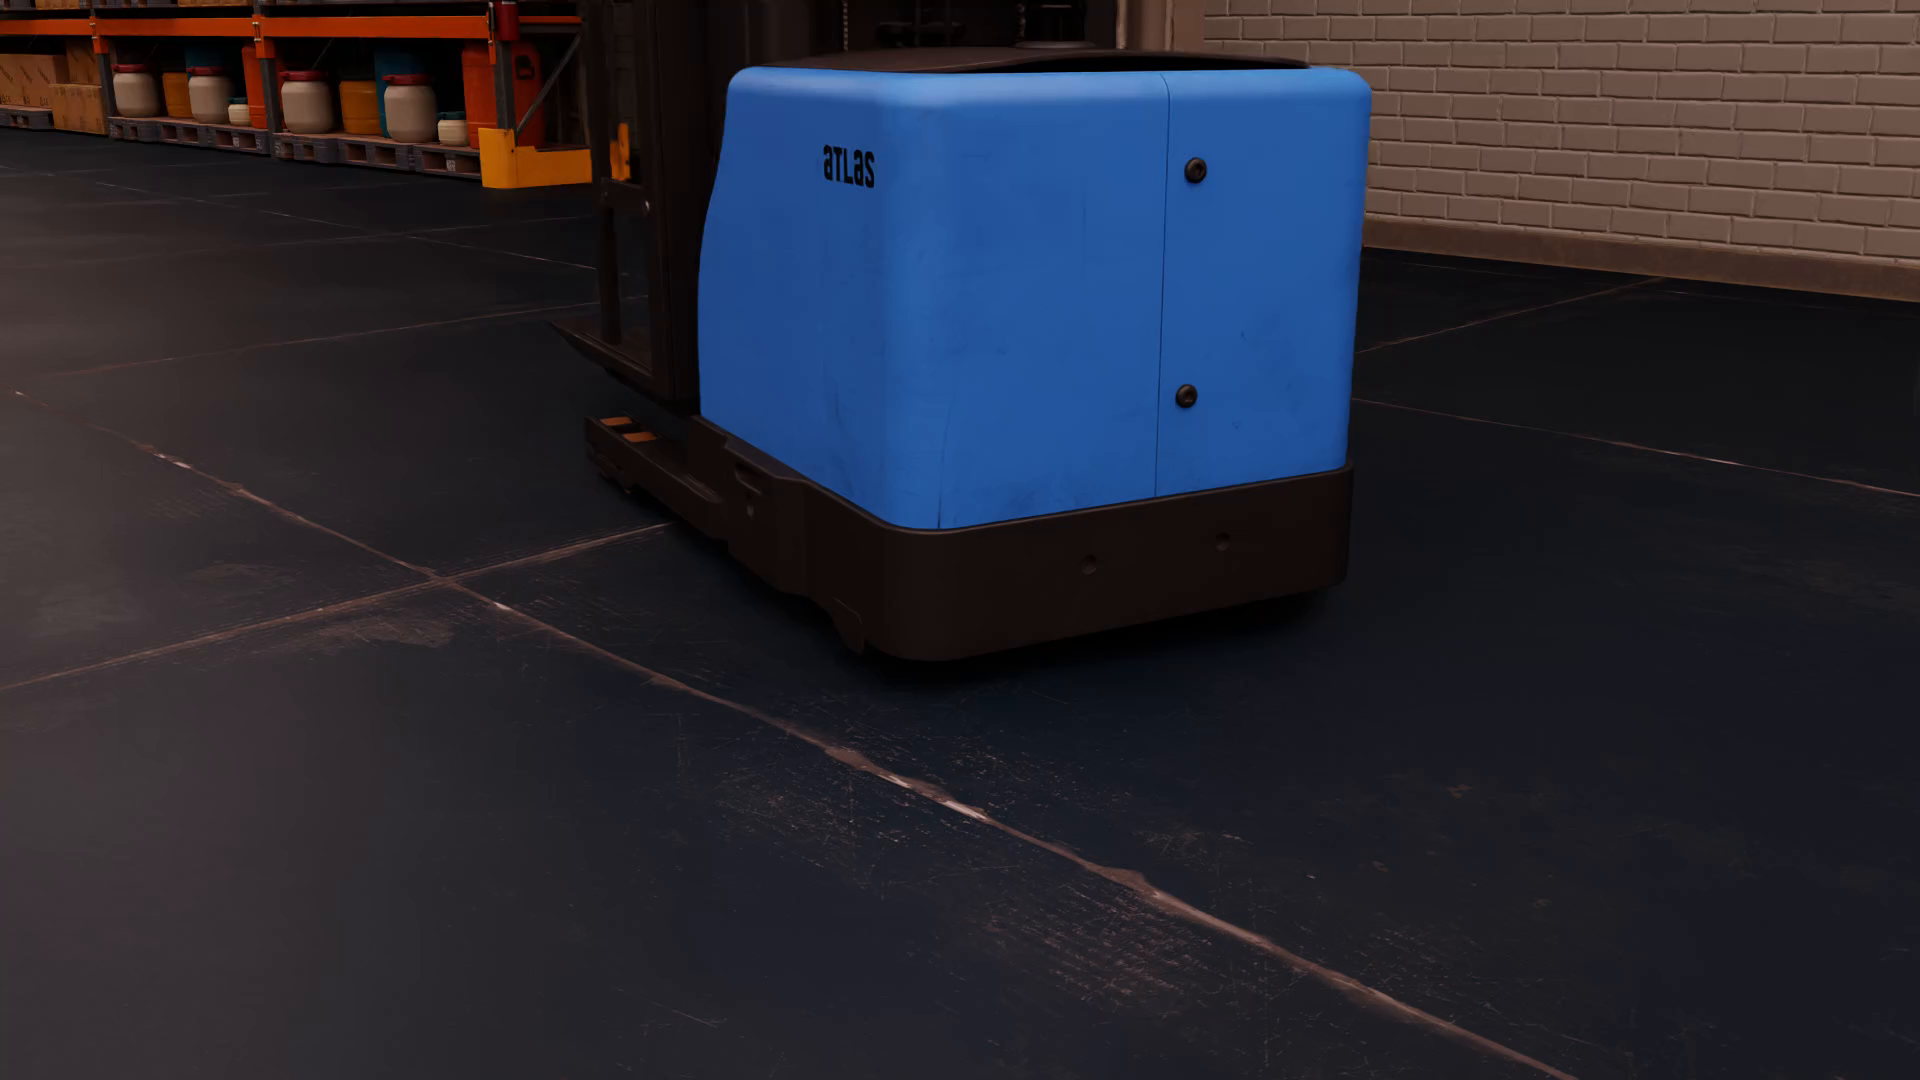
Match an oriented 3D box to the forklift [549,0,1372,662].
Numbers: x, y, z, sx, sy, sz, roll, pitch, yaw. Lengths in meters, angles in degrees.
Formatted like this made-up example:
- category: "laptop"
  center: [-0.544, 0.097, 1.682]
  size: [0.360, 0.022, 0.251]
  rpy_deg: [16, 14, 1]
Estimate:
- category: "forklift"
  center: [-0.347, -1.570, 4.013]
  size: [1.130, 2.935, 3.031]
  rpy_deg: [-9, 19, -27]
